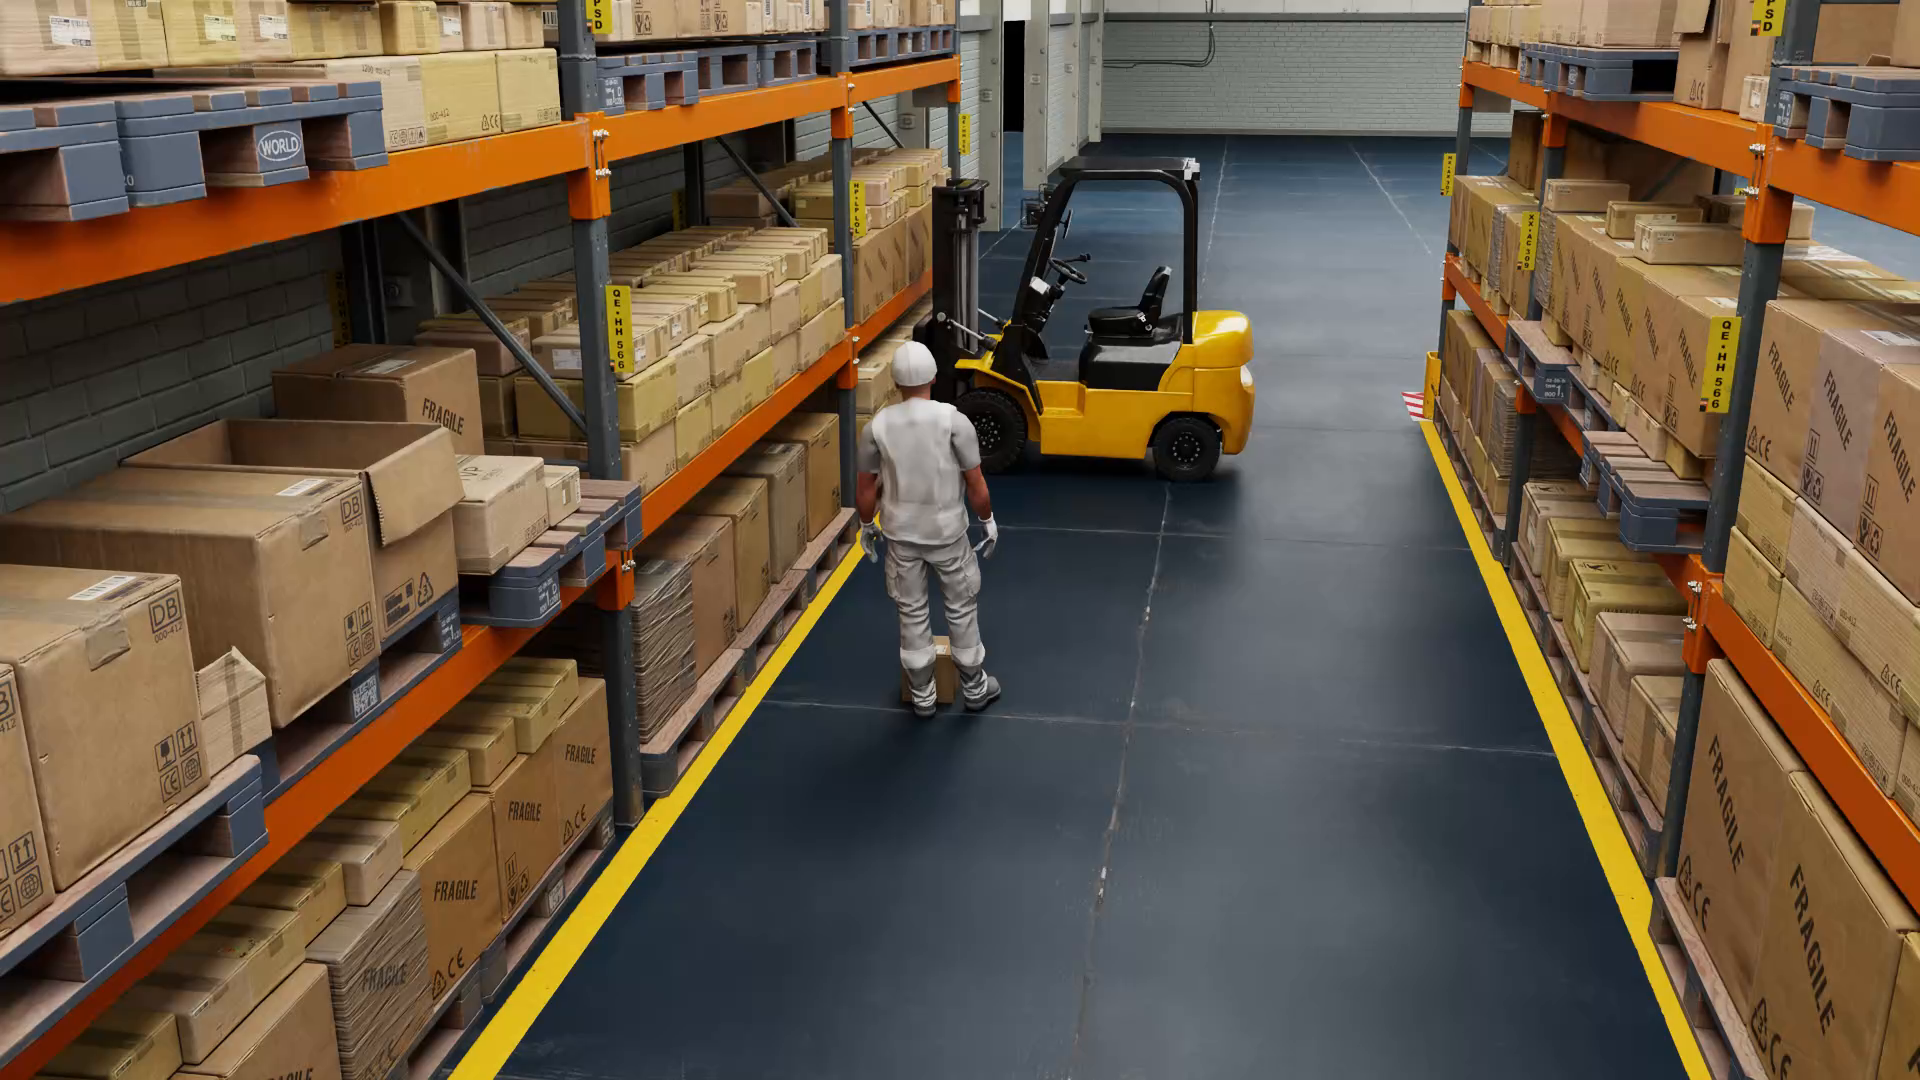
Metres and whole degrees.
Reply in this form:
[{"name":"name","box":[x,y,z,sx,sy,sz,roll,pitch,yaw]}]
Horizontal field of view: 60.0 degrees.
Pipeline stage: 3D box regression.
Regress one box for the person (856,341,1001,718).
[{"name":"person","box":[-0.138,-0.056,7.658,0.638,1.787,0.562,3,18,9]}]
